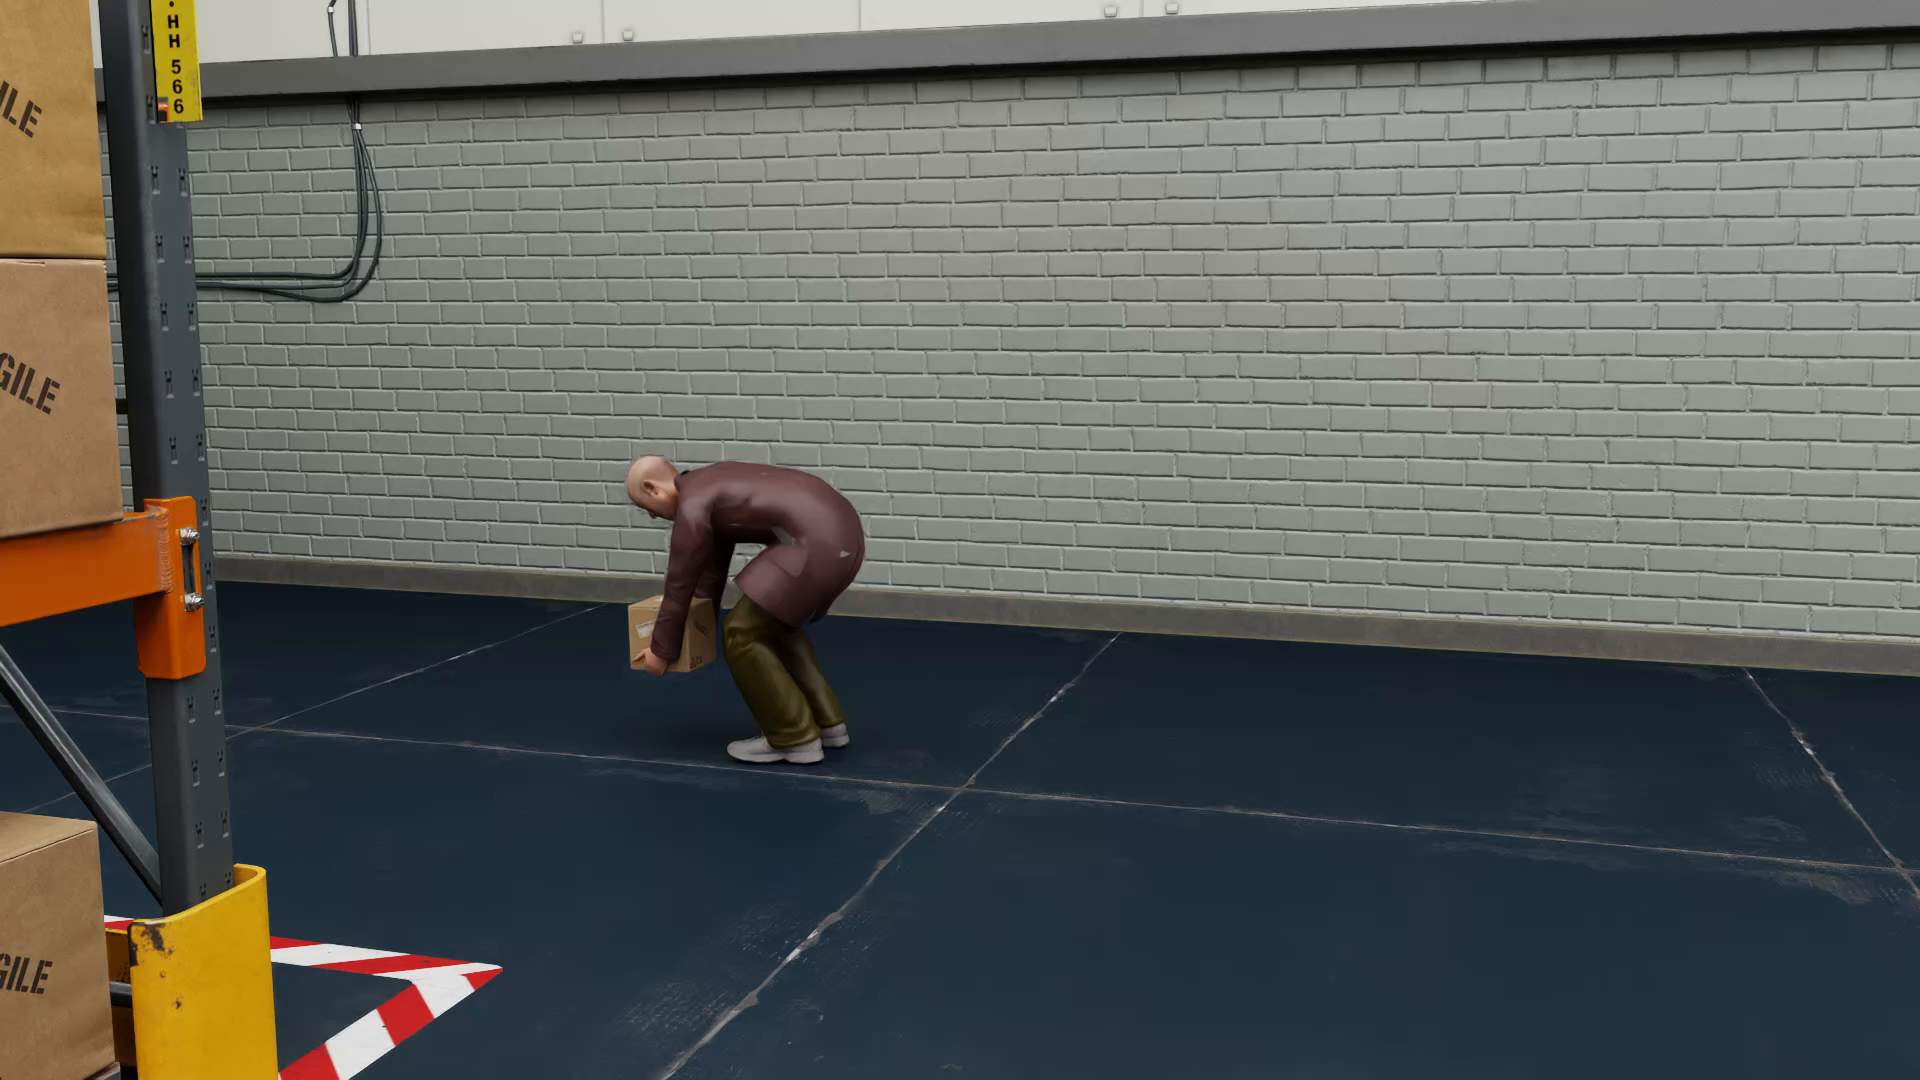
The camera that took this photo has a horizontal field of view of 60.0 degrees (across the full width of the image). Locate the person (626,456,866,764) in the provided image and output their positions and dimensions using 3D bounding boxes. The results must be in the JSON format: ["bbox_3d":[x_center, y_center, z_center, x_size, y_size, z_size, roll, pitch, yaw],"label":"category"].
[{"bbox_3d":[-0.826,0.250,6.385,0.937,1.138,0.586,2,8,13],"label":"person"}]
